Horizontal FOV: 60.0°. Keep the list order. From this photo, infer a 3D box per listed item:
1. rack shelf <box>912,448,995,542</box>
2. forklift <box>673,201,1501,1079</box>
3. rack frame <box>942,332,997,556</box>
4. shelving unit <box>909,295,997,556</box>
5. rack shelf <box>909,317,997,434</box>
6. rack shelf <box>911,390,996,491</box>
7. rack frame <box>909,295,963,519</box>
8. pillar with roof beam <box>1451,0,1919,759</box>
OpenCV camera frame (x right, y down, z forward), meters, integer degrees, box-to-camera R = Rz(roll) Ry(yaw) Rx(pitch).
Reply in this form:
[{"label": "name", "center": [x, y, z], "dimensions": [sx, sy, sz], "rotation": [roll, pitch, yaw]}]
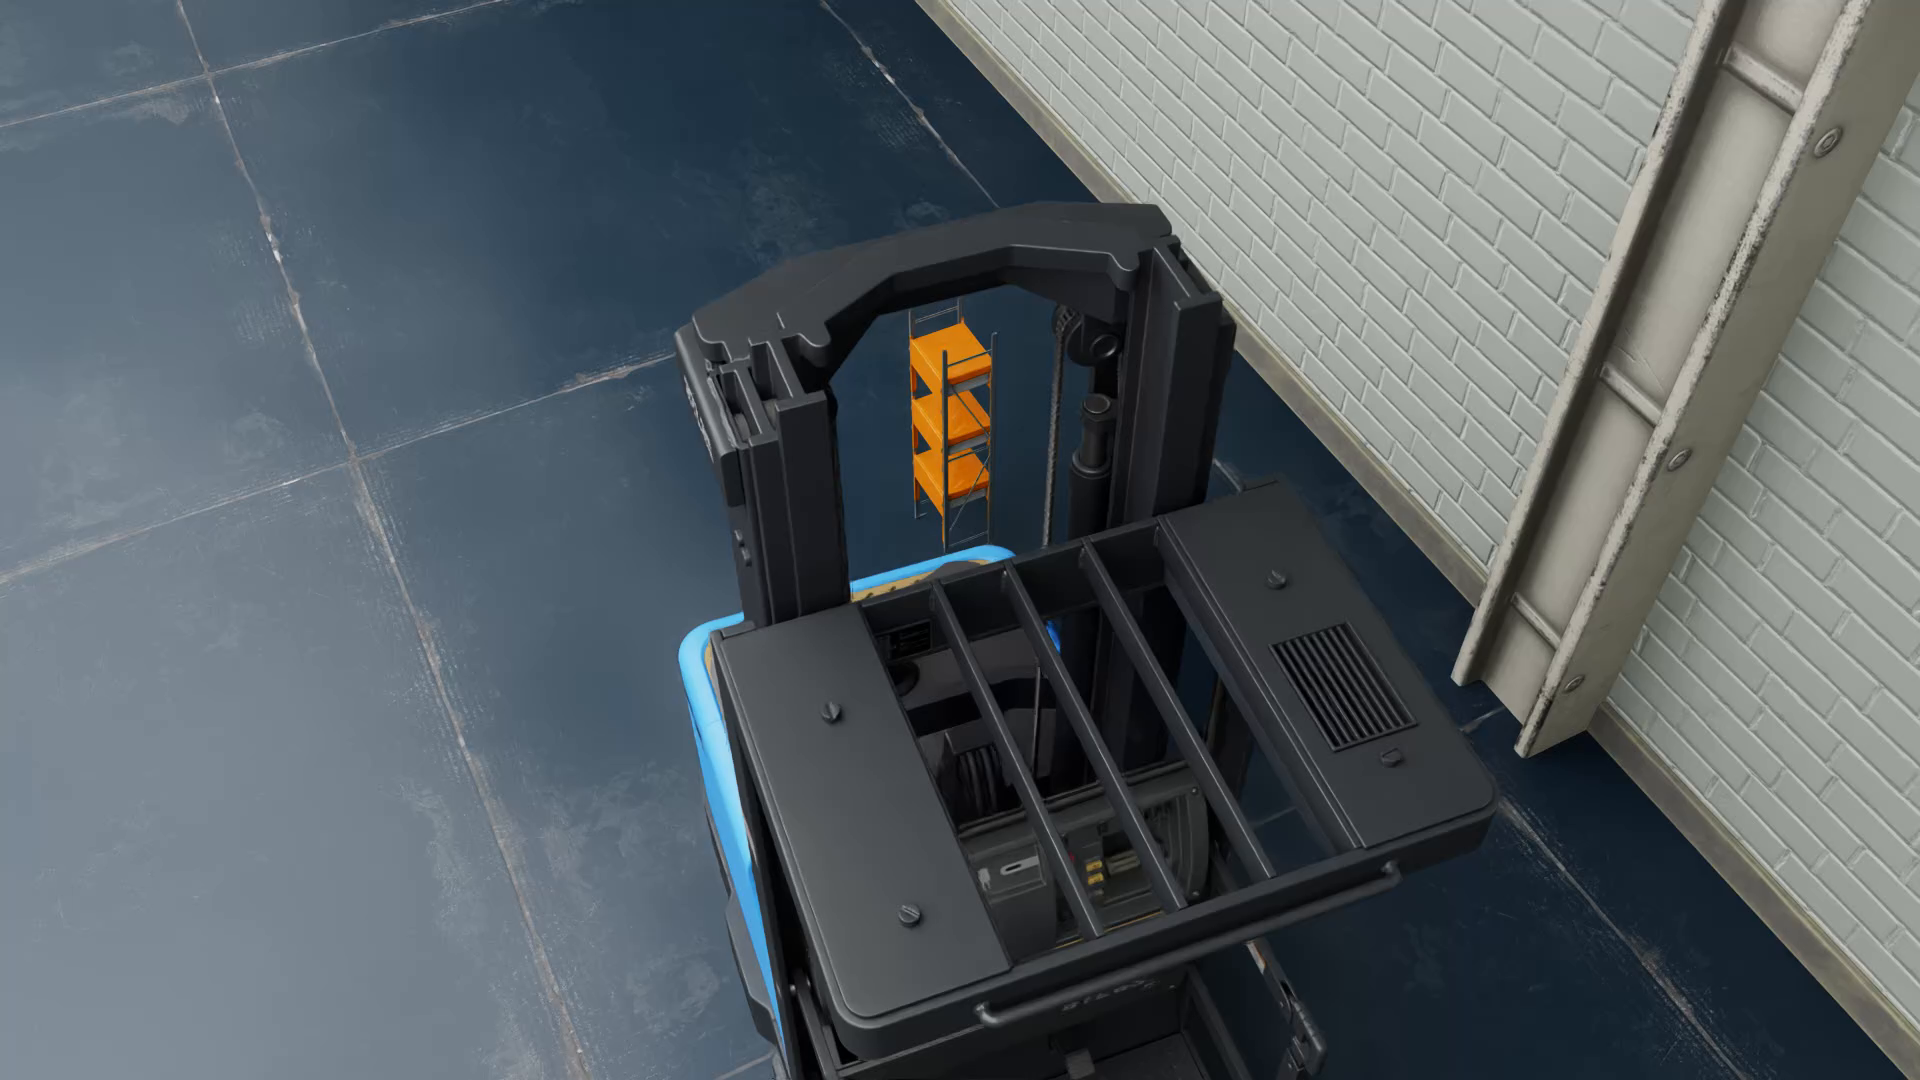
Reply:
[{"label": "rack shelf", "center": [-0.025, -0.191, 6.103], "dimensions": [0.215, 0.259, 0.240], "rotation": [-21, 52, -18]}, {"label": "forklift", "center": [0.190, 0.906, 3.510], "dimensions": [1.130, 2.935, 3.031], "rotation": [-16, 51, -13]}, {"label": "rack frame", "center": [0.031, -0.300, 5.815], "dimensions": [0.200, 1.050, 0.008], "rotation": [-21, 52, -18]}, {"label": "shelving unit", "center": [-0.025, -0.381, 5.886], "dimensions": [0.215, 1.050, 0.252], "rotation": [-21, 52, -18]}, {"label": "rack shelf", "center": [-0.025, -0.561, 5.680], "dimensions": [0.215, 0.259, 0.240], "rotation": [-21, 52, -18]}, {"label": "rack shelf", "center": [-0.025, -0.374, 5.894], "dimensions": [0.215, 0.259, 0.240], "rotation": [-21, 52, -18]}, {"label": "rack frame", "center": [-0.080, -0.463, 5.958], "dimensions": [0.200, 1.050, 0.008], "rotation": [-21, 52, -18]}, {"label": "pillar with roof beam", "center": [-1.883, -0.925, 1.081], "dimensions": [9.100, 9.000, 0.400], "rotation": [-21, 52, -18]}]
